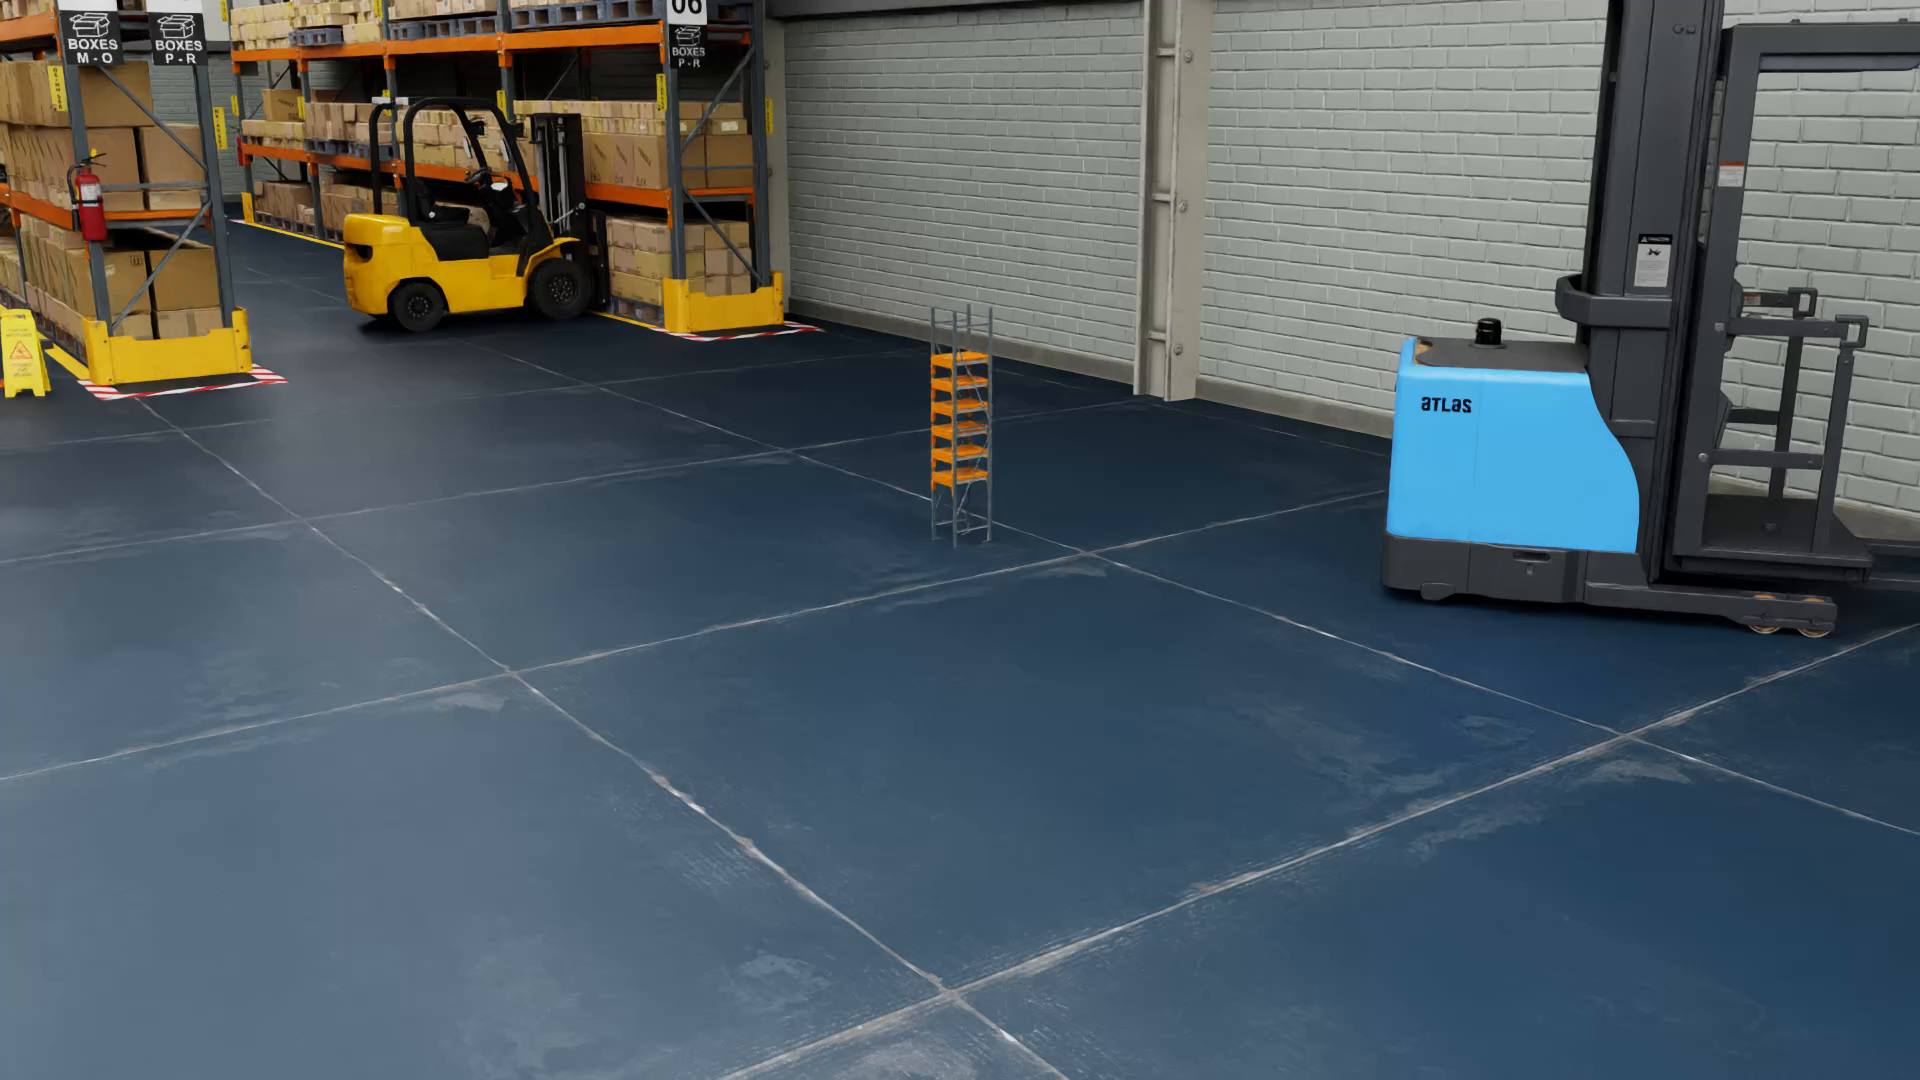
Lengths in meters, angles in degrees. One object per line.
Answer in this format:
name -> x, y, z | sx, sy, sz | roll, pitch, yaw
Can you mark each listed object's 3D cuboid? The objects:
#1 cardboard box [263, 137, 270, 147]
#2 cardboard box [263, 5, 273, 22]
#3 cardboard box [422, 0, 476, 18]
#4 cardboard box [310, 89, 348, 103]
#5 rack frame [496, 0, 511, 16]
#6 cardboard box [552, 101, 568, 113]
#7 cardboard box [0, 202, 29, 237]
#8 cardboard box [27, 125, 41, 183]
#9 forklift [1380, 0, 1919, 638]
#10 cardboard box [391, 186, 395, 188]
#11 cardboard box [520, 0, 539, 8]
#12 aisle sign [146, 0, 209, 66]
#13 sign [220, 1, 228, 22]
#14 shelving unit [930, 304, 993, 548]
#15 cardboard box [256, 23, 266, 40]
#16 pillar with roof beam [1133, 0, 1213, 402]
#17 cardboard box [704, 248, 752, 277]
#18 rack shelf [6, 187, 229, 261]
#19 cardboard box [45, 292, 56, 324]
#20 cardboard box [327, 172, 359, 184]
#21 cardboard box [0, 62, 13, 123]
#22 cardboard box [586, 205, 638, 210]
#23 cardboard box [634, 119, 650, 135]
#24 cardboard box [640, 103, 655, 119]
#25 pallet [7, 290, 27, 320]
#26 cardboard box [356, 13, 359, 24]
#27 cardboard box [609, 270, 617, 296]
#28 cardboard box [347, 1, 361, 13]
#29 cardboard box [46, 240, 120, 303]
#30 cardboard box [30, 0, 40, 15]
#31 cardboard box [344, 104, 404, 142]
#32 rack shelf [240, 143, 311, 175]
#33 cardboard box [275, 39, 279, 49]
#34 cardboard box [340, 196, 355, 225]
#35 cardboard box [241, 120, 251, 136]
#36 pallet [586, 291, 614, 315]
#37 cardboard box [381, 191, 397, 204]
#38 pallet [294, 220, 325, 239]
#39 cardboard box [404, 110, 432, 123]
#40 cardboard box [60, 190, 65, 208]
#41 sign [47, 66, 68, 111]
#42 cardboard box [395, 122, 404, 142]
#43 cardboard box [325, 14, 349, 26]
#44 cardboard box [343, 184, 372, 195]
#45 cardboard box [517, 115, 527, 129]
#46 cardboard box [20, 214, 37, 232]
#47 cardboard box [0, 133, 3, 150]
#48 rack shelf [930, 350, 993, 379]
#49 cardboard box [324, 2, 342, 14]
cardboard box -> -11.015, -6.429, 26.861 | 0.380, 0.149, 0.250 | -12, 19, -36
cardboard box -> -10.440, -8.138, 25.719 | 0.500, 0.250, 0.500 | -10, 18, -34
cardboard box -> -6.173, -6.574, 20.056 | 0.500, 0.500, 0.500 | -10, 18, -33
cardboard box -> -10.013, -6.884, 26.347 | 0.500, 0.500, 0.500 | -11, 19, -36
rack frame -> -4.648, -7.277, 18.119 | 1.000, 3.000, 0.127 | -11, 19, -35
cardboard box -> -4.074, -4.557, 17.563 | 0.380, 0.149, 0.250 | -11, 19, -35
cardboard box -> -11.352, -3.805, 20.025 | 0.875, 0.875, 0.875 | -11, 19, -35
cardboard box -> -7.716, -3.349, 14.379 | 0.500, 0.500, 0.500 | -11, 19, -34
forklift -> 3.496, -1.155, 7.244 | 3.031, 2.935, 1.130 | 4, 16, 15
cardboard box -> -7.983, -5.040, 24.018 | 0.380, 0.149, 0.250 | -12, 19, -37
cardboard box -> -4.356, -5.823, 17.671 | 0.500, 0.311, 0.500 | -10, 18, -33
aisle sign -> -6.022, -4.047, 12.757 | 0.394, 0.787, 0.004 | -11, 19, -35
sign -> -12.143, -8.730, 27.454 | 0.100, 0.325, 0.005 | -11, 19, -35
shelving unit -> 0.009, -0.576, 8.406 | 0.258, 1.200, 0.189 | -11, 19, -35
cardboard box -> -10.735, -8.004, 26.175 | 0.500, 0.250, 0.500 | -11, 19, -35
pillar with roof beam -> -1.931, -4.762, 8.930 | 9.100, 9.000, 0.400 | -11, 19, -35
cardboard box -> -2.405, -2.780, 16.516 | 0.500, 0.250, 0.500 | -10, 18, -34
rack shelf -> -7.485, -2.838, 14.628 | 1.077, 0.370, 4.000 | -11, 19, -35
cardboard box -> -7.896, -2.096, 14.965 | 0.500, 0.250, 0.500 | -11, 19, -35
cardboard box -> -9.165, -5.379, 24.696 | 0.380, 0.149, 0.250 | -12, 19, -37
cardboard box -> -8.022, -3.935, 14.624 | 0.700, 0.500, 0.500 | -11, 19, -36
cardboard box -> -3.892, -3.561, 18.426 | 0.500, 0.250, 0.500 | -11, 19, -35
cardboard box -> -2.901, -3.971, 15.986 | 0.380, 0.149, 0.250 | -11, 18, -34
cardboard box -> -2.848, -4.126, 15.987 | 0.380, 0.149, 0.250 | -11, 19, -34
pallet -> -9.120, -2.434, 17.068 | 1.003, 0.211, 1.213 | -11, 19, -35
cardboard box -> -7.962, -7.069, 22.568 | 0.380, 0.149, 0.250 | -11, 19, -34
cardboard box -> -3.400, -2.673, 17.074 | 0.500, 0.250, 0.500 | -11, 19, -34
cardboard box -> -8.054, -7.199, 22.481 | 0.380, 0.149, 0.250 | -11, 19, -36
cardboard box -> -7.592, -2.347, 14.461 | 0.500, 0.500, 0.500 | -11, 19, -36
cardboard box -> -7.327, -4.337, 13.534 | 0.380, 0.149, 0.250 | -11, 19, -35
cardboard box -> -8.110, -5.810, 23.131 | 0.797, 0.503, 0.637 | -11, 19, -36
rack shelf -> -10.528, -6.172, 26.808 | 1.077, 0.370, 4.000 | -11, 19, -35
cardboard box -> -10.369, -7.675, 25.729 | 0.380, 0.149, 0.250 | -10, 18, -33
cardboard box -> -8.639, -4.731, 24.120 | 0.500, 0.500, 0.500 | -12, 19, -36
cardboard box -> -11.655, -6.879, 27.747 | 0.500, 0.250, 0.500 | -11, 19, -34
pallet -> -3.493, -2.602, 17.682 | 1.003, 0.211, 1.213 | -11, 19, -35
cardboard box -> -7.681, -4.667, 22.658 | 0.380, 0.149, 0.250 | -12, 19, -37
pallet -> -9.755, -4.894, 26.057 | 1.003, 0.211, 1.213 | -11, 19, -35
cardboard box -> -6.893, -5.428, 21.310 | 0.380, 0.149, 0.250 | -10, 18, -33
cardboard box -> -7.074, -2.779, 13.523 | 0.380, 0.149, 0.250 | -11, 19, -35
sign -> -6.770, -3.387, 12.479 | 0.100, 0.325, 0.005 | -11, 19, -35
cardboard box -> -6.957, -5.270, 21.487 | 0.500, 0.250, 0.500 | -11, 19, -35
cardboard box -> -8.574, -7.219, 23.078 | 0.380, 0.149, 0.250 | -10, 18, -33
cardboard box -> -8.799, -5.127, 24.338 | 0.380, 0.149, 0.250 | -11, 19, -35
cardboard box -> -4.674, -4.636, 18.414 | 0.380, 0.149, 0.250 | -11, 19, -35
cardboard box -> -8.508, -2.960, 15.471 | 0.380, 0.149, 0.250 | -11, 19, -34
cardboard box -> -9.118, -4.070, 16.215 | 0.500, 0.500, 0.500 | -11, 19, -36
rack shelf -> 0.009, -0.880, 8.323 | 0.258, 0.103, 0.180 | -11, 19, -35
cardboard box -> -8.578, -7.360, 23.032 | 0.380, 0.149, 0.250 | -11, 19, -34
